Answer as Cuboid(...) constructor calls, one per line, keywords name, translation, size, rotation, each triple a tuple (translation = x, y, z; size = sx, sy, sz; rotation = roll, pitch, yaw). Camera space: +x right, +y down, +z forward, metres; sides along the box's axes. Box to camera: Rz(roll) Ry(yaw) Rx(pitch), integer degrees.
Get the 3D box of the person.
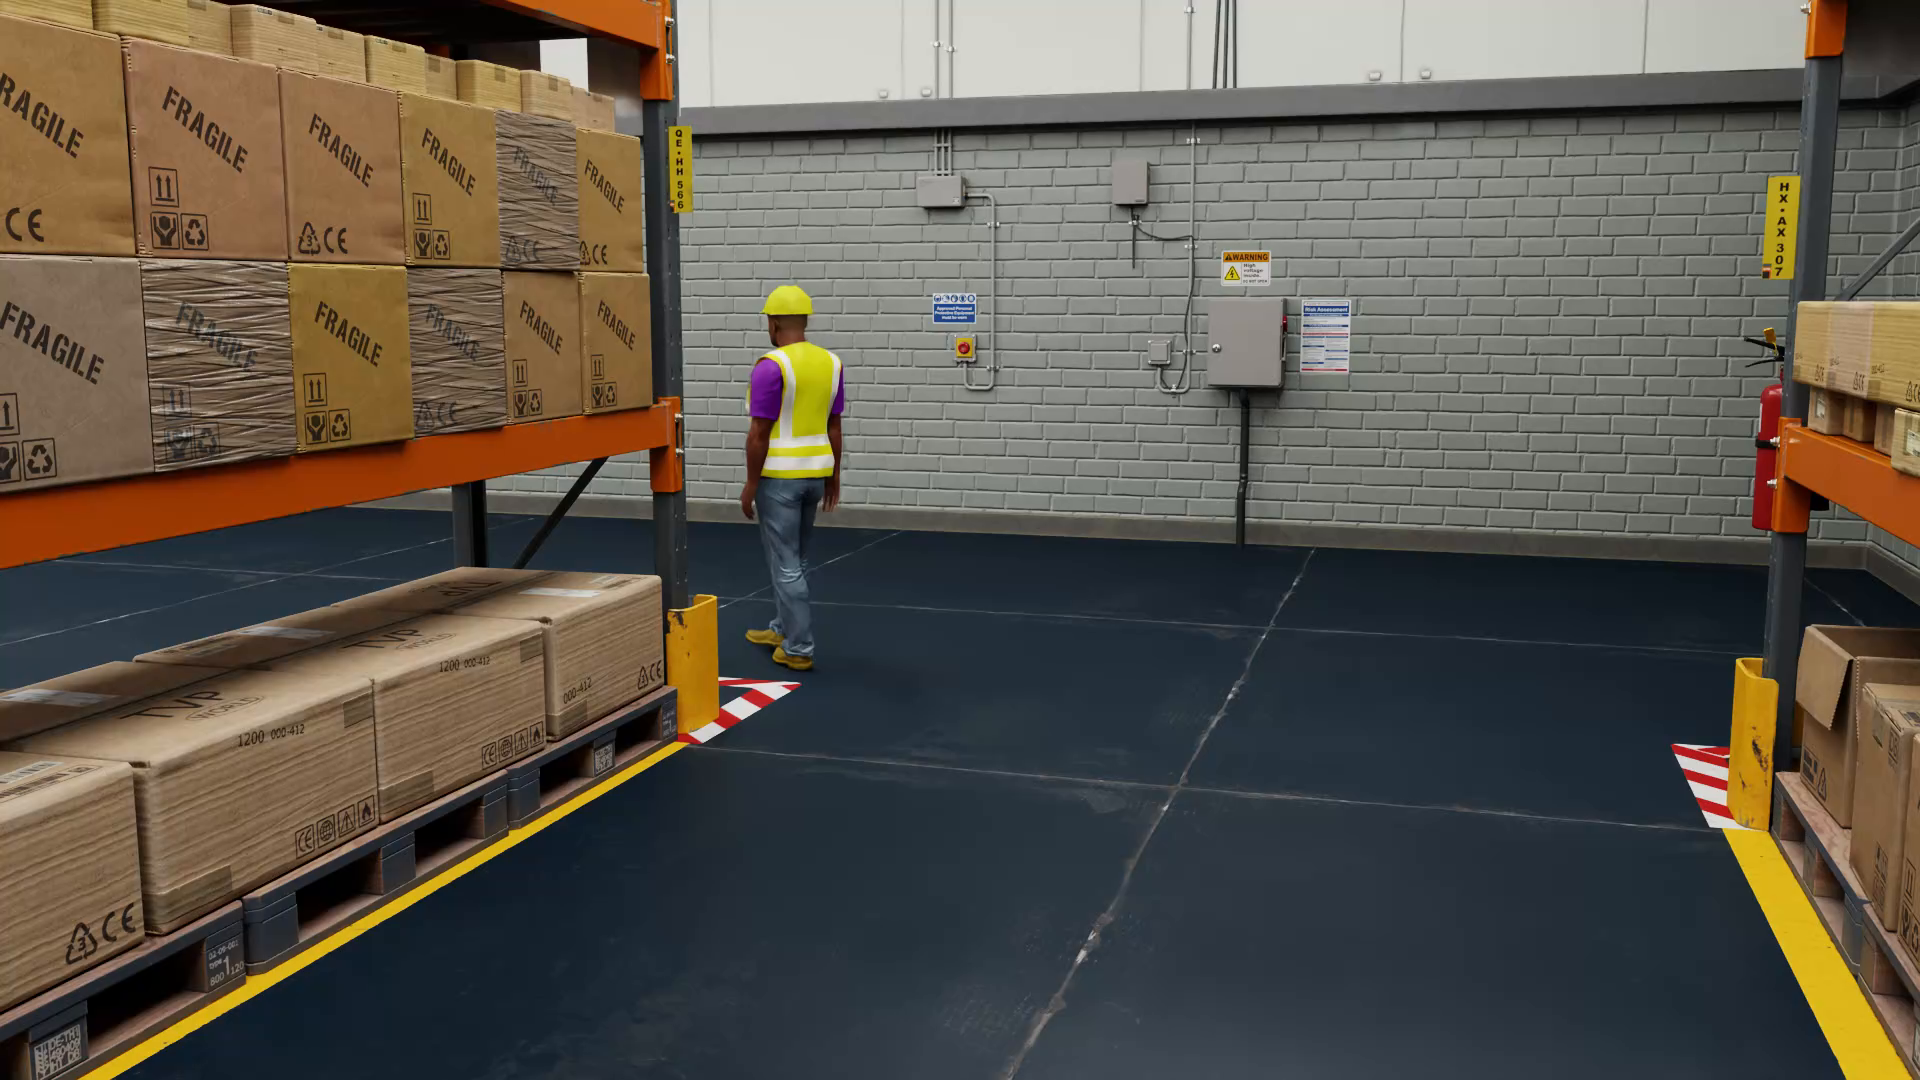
Cuboid(name="person", translation=(-0.902, -0.303, 7.816), size=(0.624, 1.762, 0.572), rotation=(6, 10, 35))
